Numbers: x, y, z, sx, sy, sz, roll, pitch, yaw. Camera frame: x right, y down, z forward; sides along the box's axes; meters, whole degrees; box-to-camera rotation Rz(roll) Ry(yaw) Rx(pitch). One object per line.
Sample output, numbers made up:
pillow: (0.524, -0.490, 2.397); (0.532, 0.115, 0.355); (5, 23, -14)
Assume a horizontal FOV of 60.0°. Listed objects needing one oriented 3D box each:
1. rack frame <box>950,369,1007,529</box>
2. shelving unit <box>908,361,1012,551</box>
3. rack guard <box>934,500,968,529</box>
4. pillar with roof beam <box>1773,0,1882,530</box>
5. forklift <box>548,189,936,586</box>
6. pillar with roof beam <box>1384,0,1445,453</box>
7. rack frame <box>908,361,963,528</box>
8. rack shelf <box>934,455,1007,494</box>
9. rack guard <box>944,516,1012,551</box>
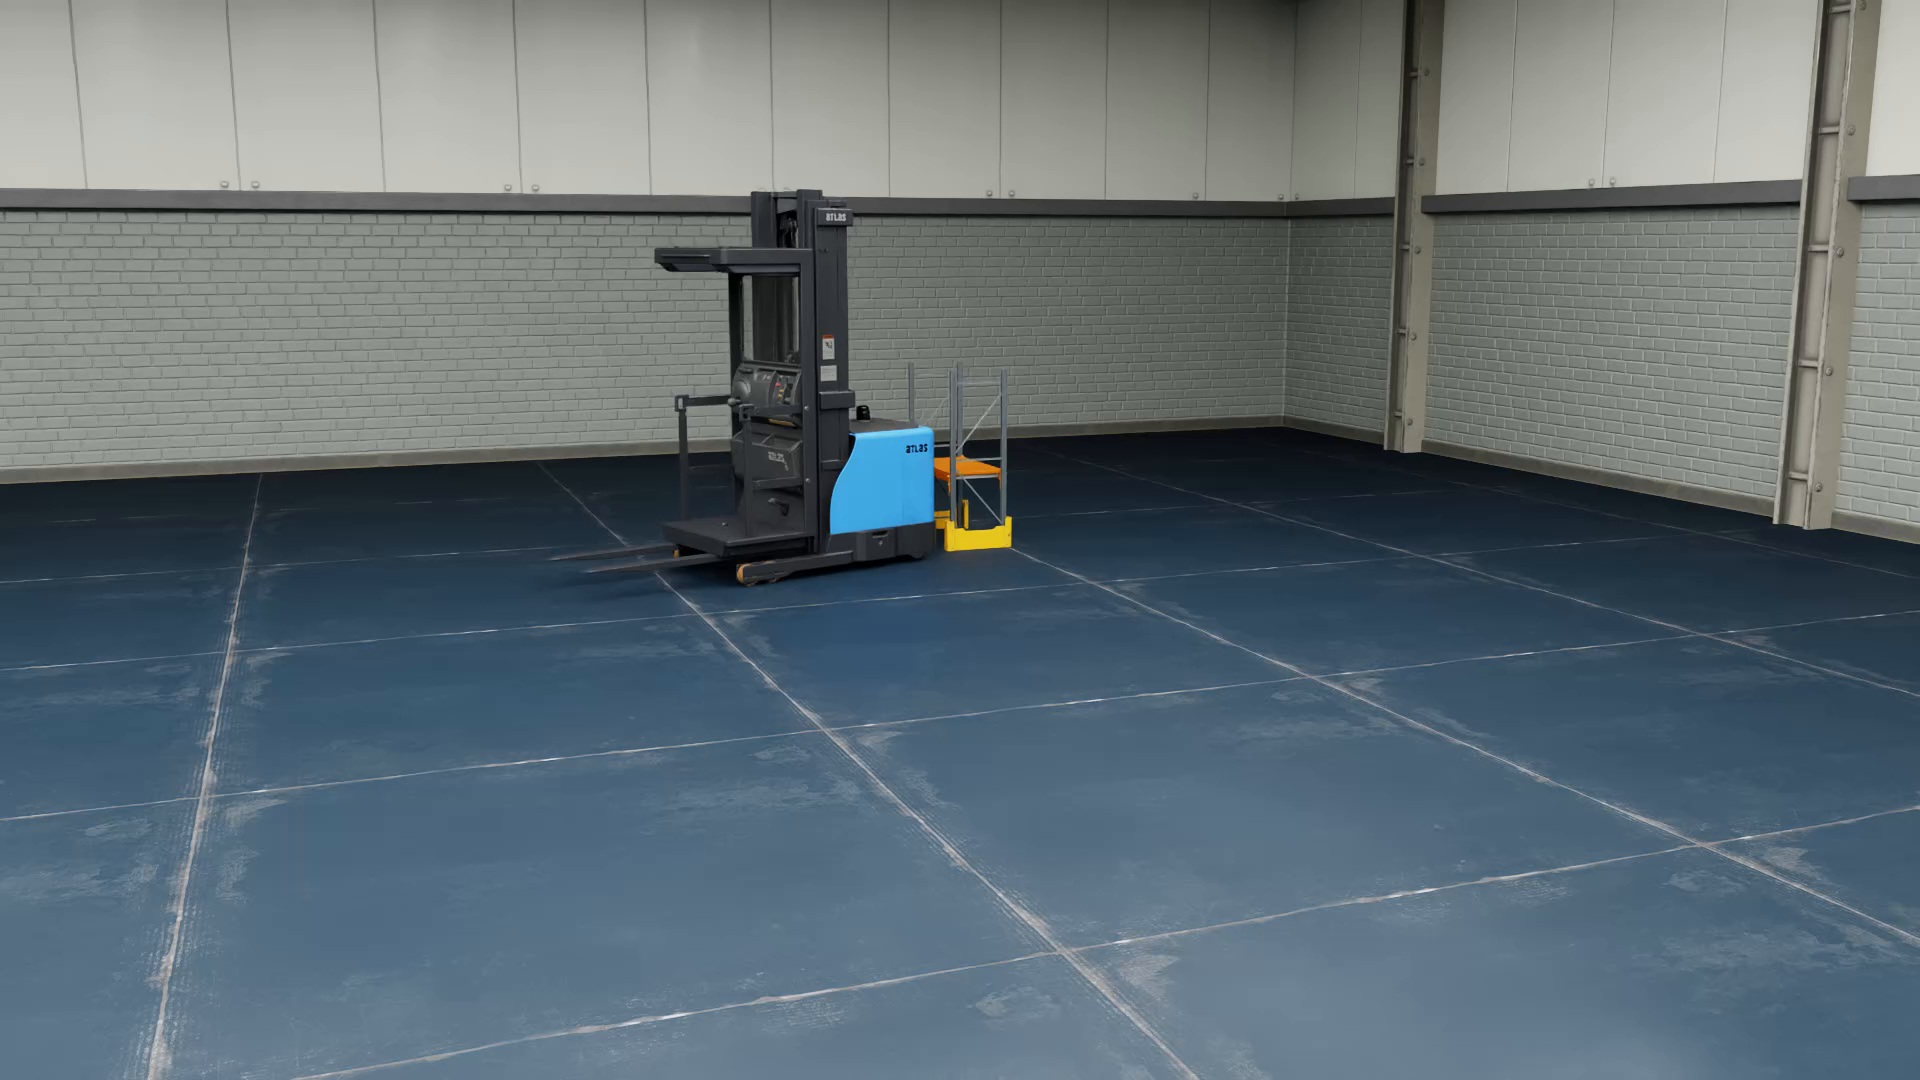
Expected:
rack frame: (0.153, -0.669, 13.901); (0.500, 1.500, 0.032); (-4, 11, -21)
shelving unit: (-0.028, -0.751, 14.359); (0.587, 1.500, 1.083); (-4, 11, -21)
rack guard: (-0.208, -0.217, 14.925); (0.587, 0.250, 0.087); (-4, 11, -21)
pillar with roof beam: (3.672, -4.290, 12.843); (9.100, 9.000, 0.400); (-4, 11, -21)
forklift: (-1.672, -1.202, 12.810); (3.031, 2.935, 1.130); (-8, 13, -37)
pillar with roof beam: (1.498, -5.269, 18.349); (9.100, 9.000, 0.400); (-4, 11, -21)
rack frame: (-0.215, -0.835, 14.834); (0.500, 1.500, 0.032); (-4, 11, -21)
rack shelf: (-0.031, -0.575, 14.399); (0.538, 0.185, 1.000); (-4, 11, -21)
rack guard: (0.153, -0.054, 14.011); (0.587, 0.250, 0.087); (-4, 11, -21)
